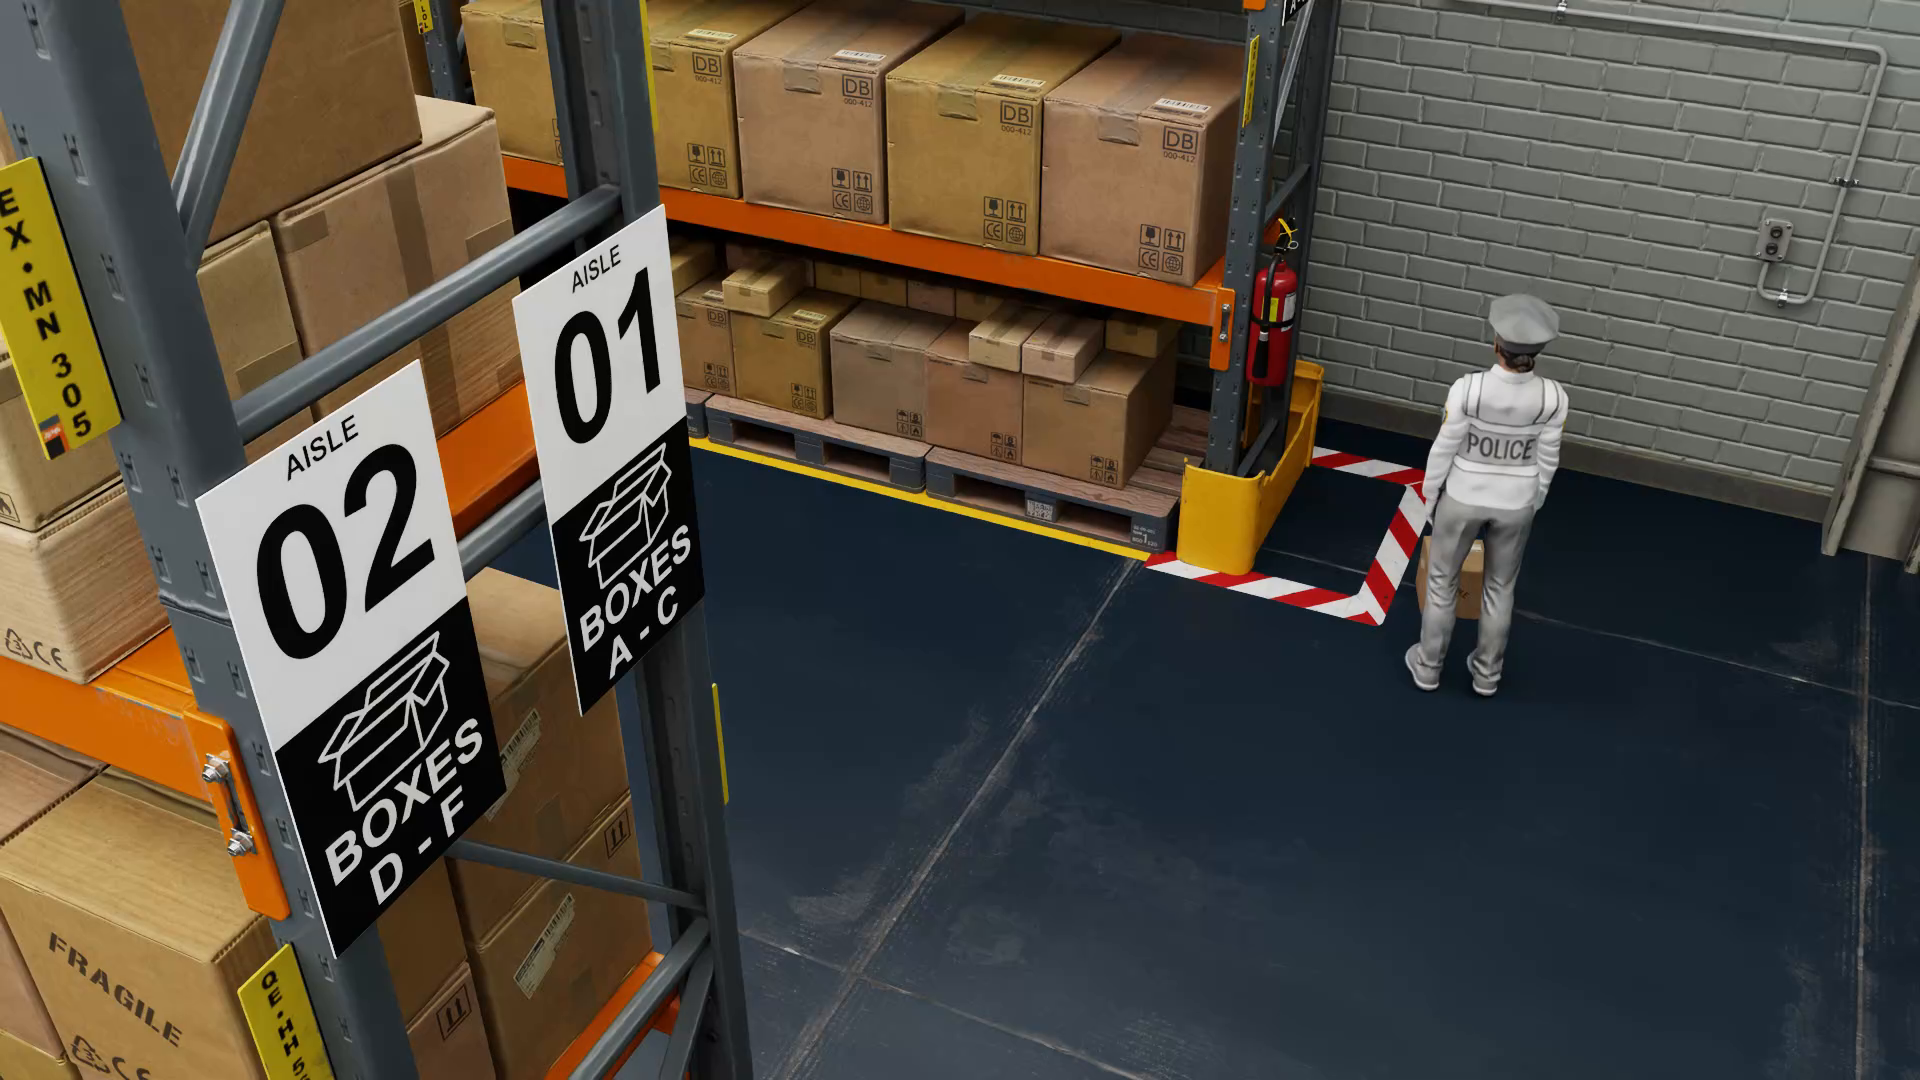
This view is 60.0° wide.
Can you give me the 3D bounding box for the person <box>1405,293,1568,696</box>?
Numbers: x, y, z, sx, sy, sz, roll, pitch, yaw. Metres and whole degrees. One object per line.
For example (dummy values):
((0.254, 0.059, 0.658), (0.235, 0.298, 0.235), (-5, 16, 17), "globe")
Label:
((1.997, -0.152, 6.354), (0.466, 1.679, 0.343), (5, 34, 7), "person")
